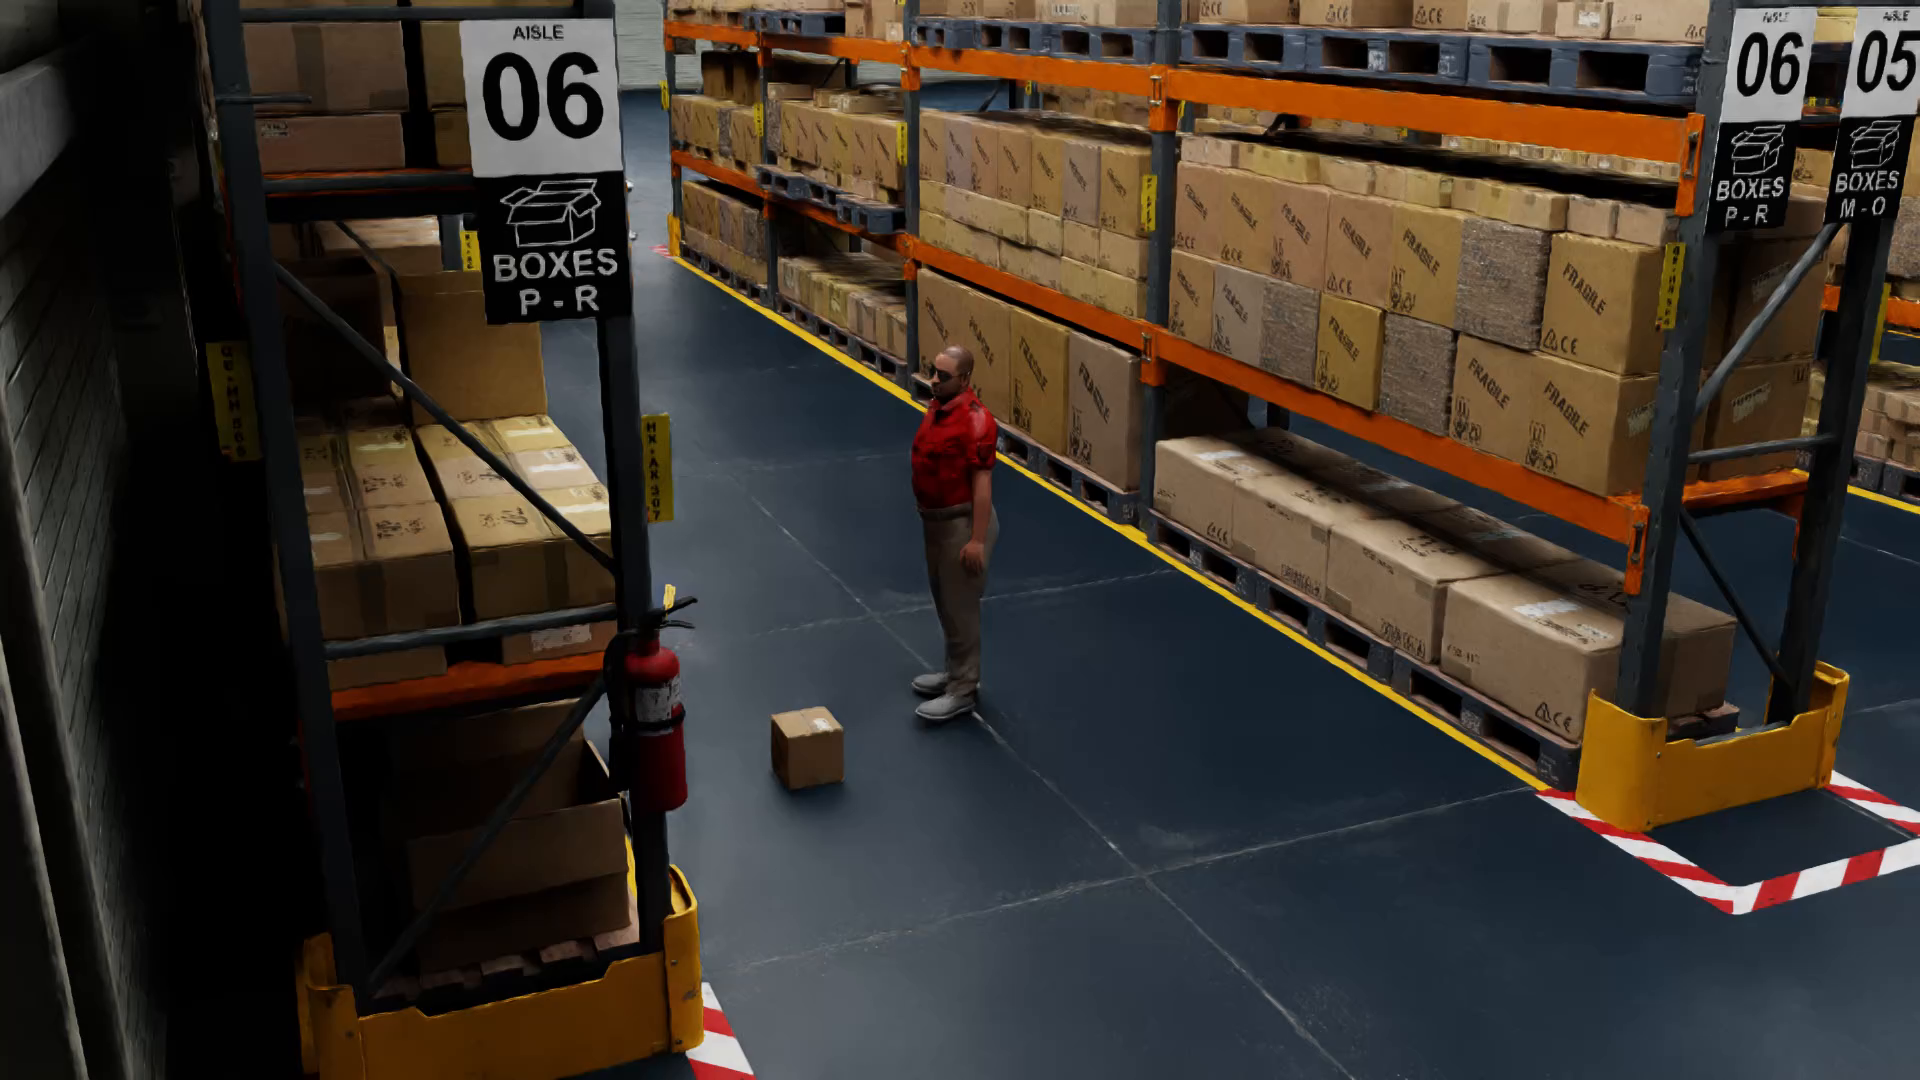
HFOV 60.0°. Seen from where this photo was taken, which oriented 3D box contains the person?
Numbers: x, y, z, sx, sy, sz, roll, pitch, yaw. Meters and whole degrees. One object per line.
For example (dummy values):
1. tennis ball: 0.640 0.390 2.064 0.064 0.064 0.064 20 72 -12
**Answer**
1. person: -0.074 -0.048 7.672 0.449 1.730 0.640 -8 20 -23
